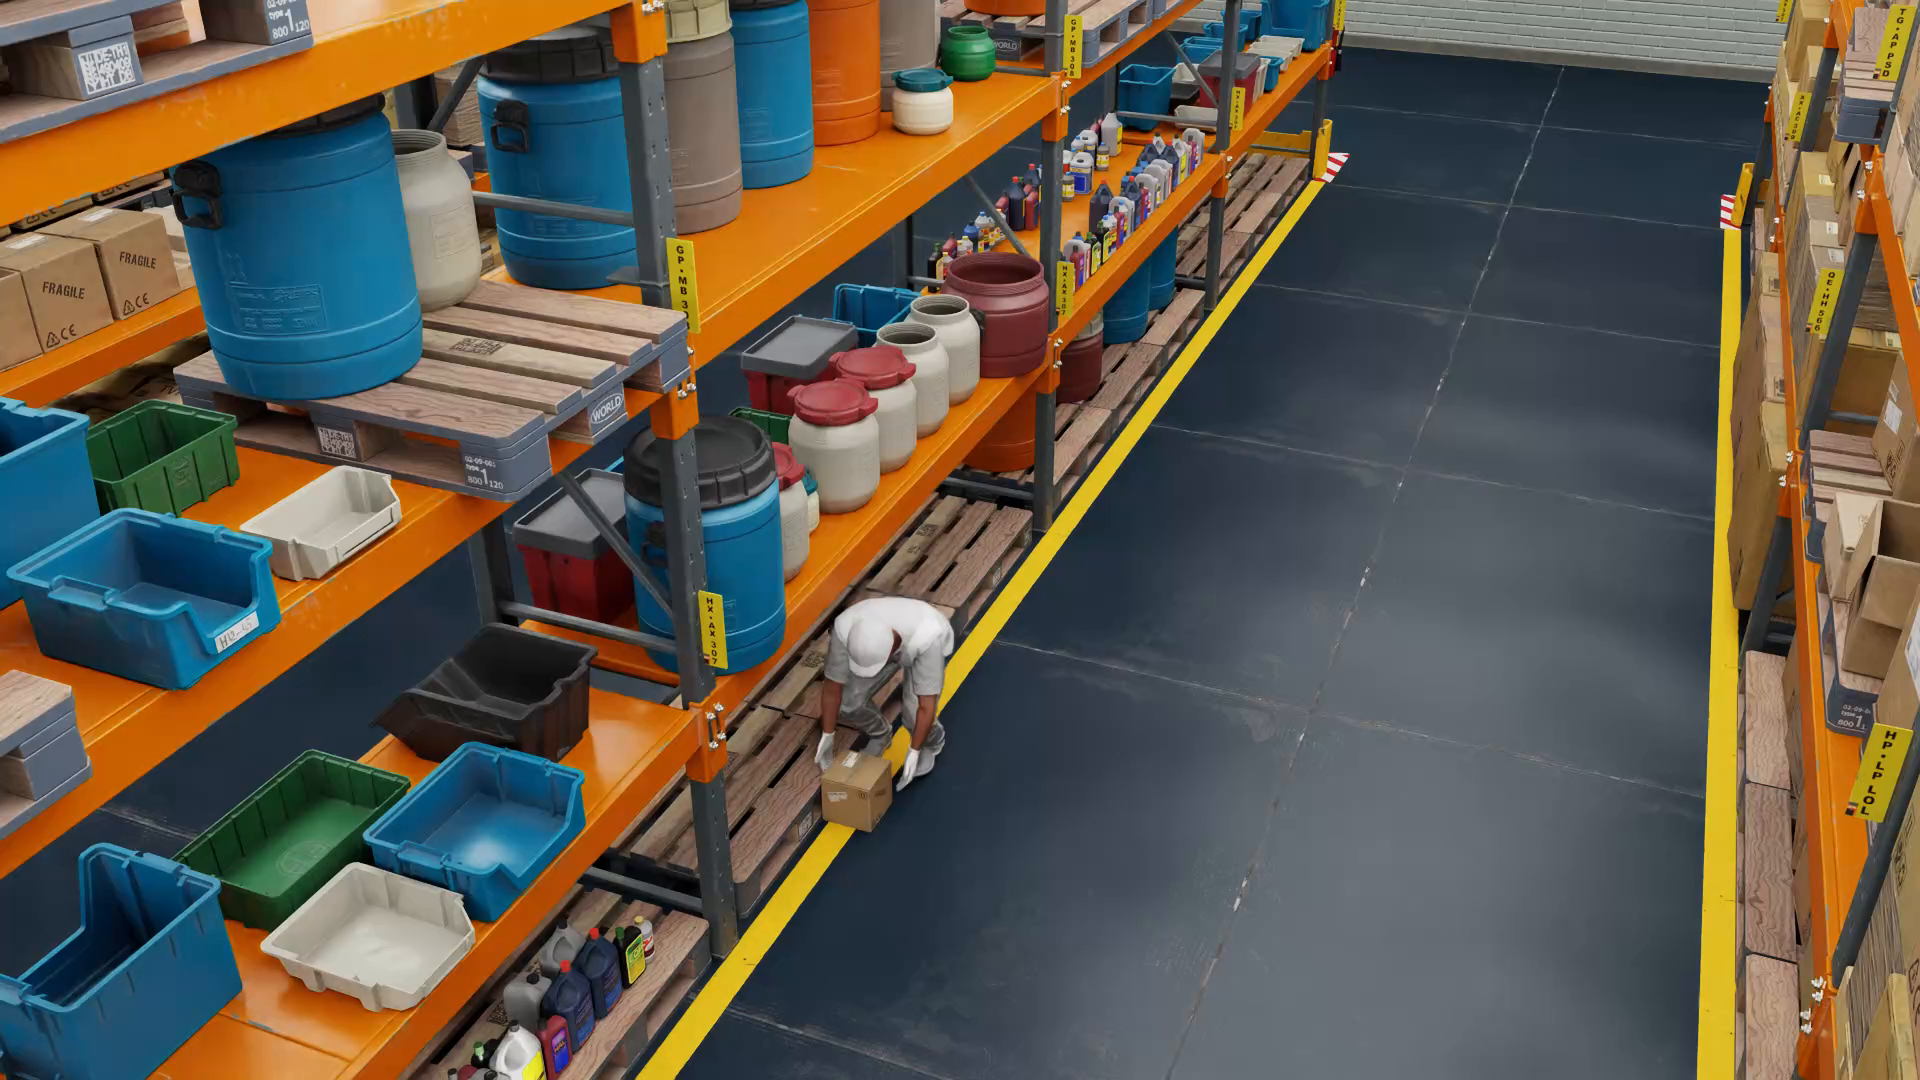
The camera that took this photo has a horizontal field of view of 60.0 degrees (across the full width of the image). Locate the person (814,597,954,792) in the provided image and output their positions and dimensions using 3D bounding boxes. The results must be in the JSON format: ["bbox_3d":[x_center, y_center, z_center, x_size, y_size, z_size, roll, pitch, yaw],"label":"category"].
[{"bbox_3d":[-0.298,0.667,7.934,0.580,1.061,0.888,11,31,19],"label":"person"}]
